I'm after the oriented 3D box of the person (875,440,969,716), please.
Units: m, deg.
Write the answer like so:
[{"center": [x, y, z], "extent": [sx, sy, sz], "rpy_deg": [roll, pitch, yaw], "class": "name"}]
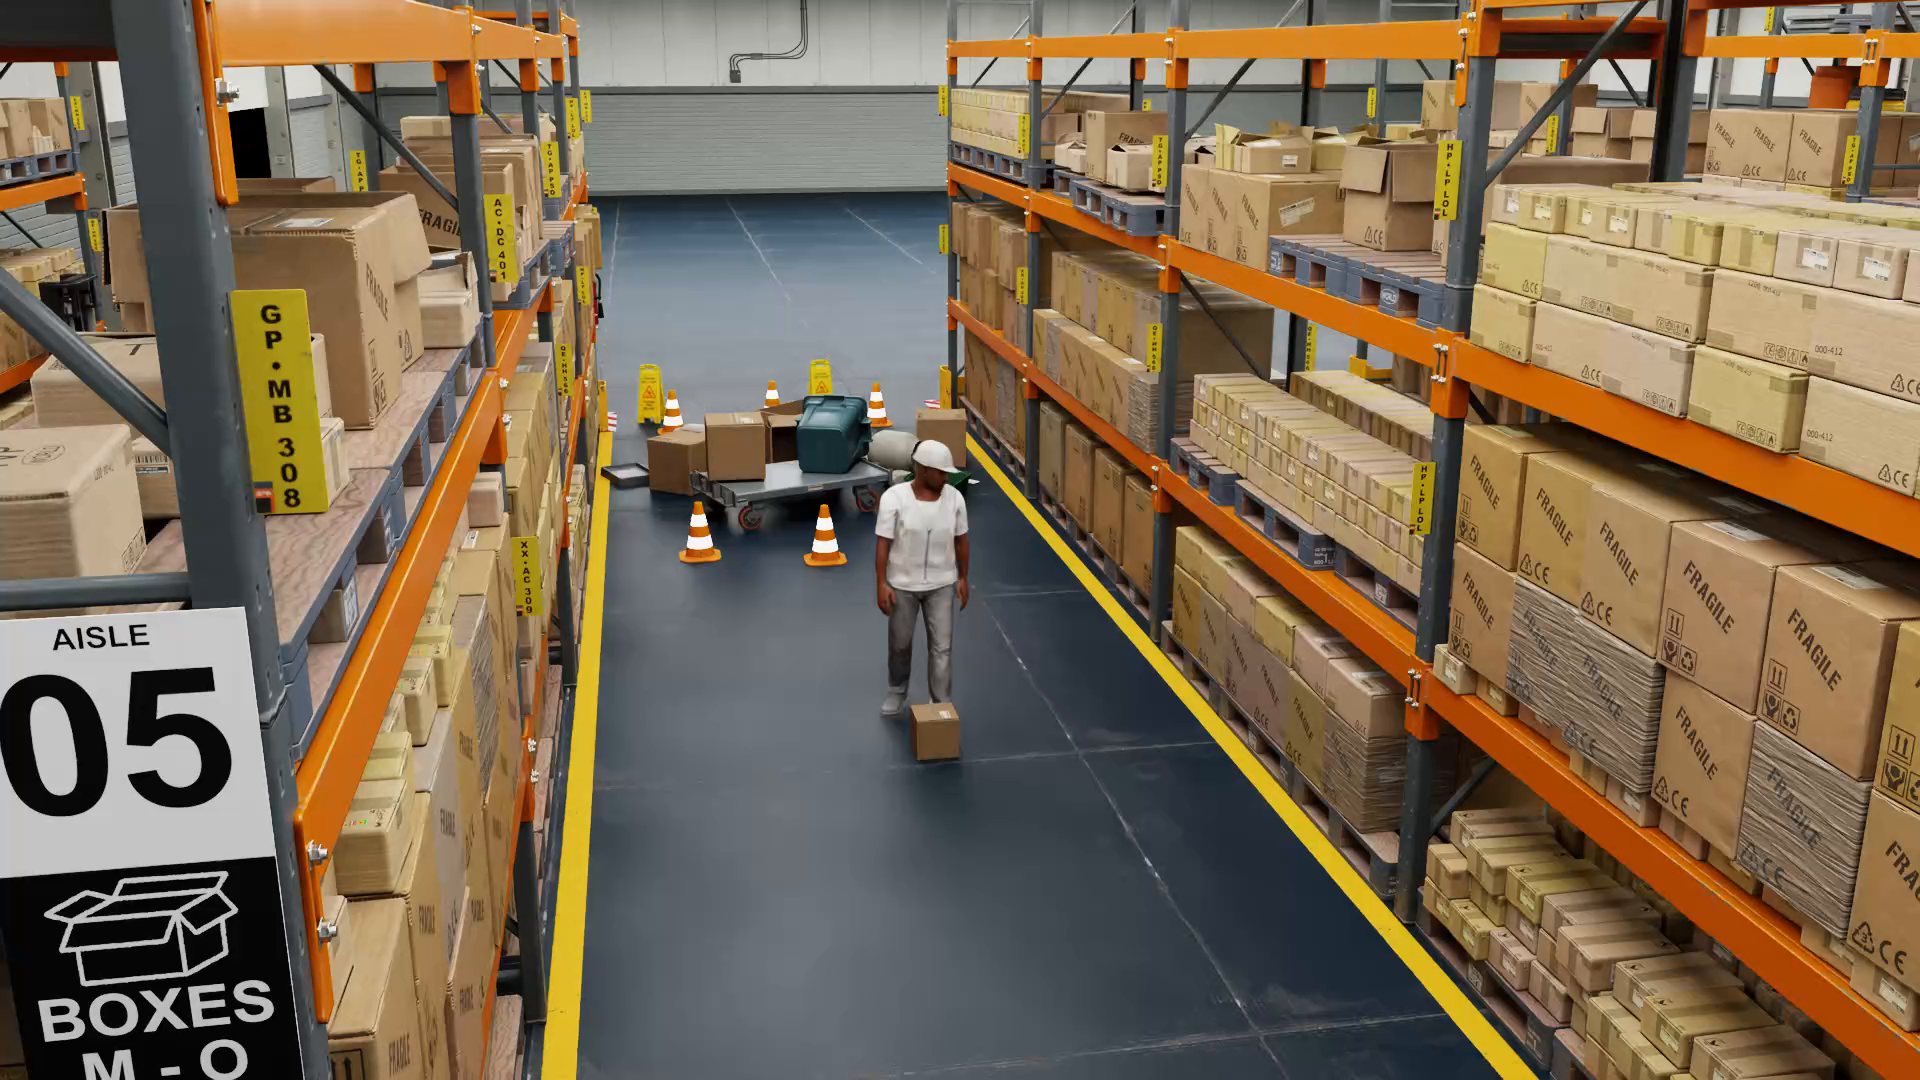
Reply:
[{"center": [-0.215, 0.273, 10.025], "extent": [0.588, 1.765, 0.709], "rpy_deg": [-3, 17, -10], "class": "person"}]
